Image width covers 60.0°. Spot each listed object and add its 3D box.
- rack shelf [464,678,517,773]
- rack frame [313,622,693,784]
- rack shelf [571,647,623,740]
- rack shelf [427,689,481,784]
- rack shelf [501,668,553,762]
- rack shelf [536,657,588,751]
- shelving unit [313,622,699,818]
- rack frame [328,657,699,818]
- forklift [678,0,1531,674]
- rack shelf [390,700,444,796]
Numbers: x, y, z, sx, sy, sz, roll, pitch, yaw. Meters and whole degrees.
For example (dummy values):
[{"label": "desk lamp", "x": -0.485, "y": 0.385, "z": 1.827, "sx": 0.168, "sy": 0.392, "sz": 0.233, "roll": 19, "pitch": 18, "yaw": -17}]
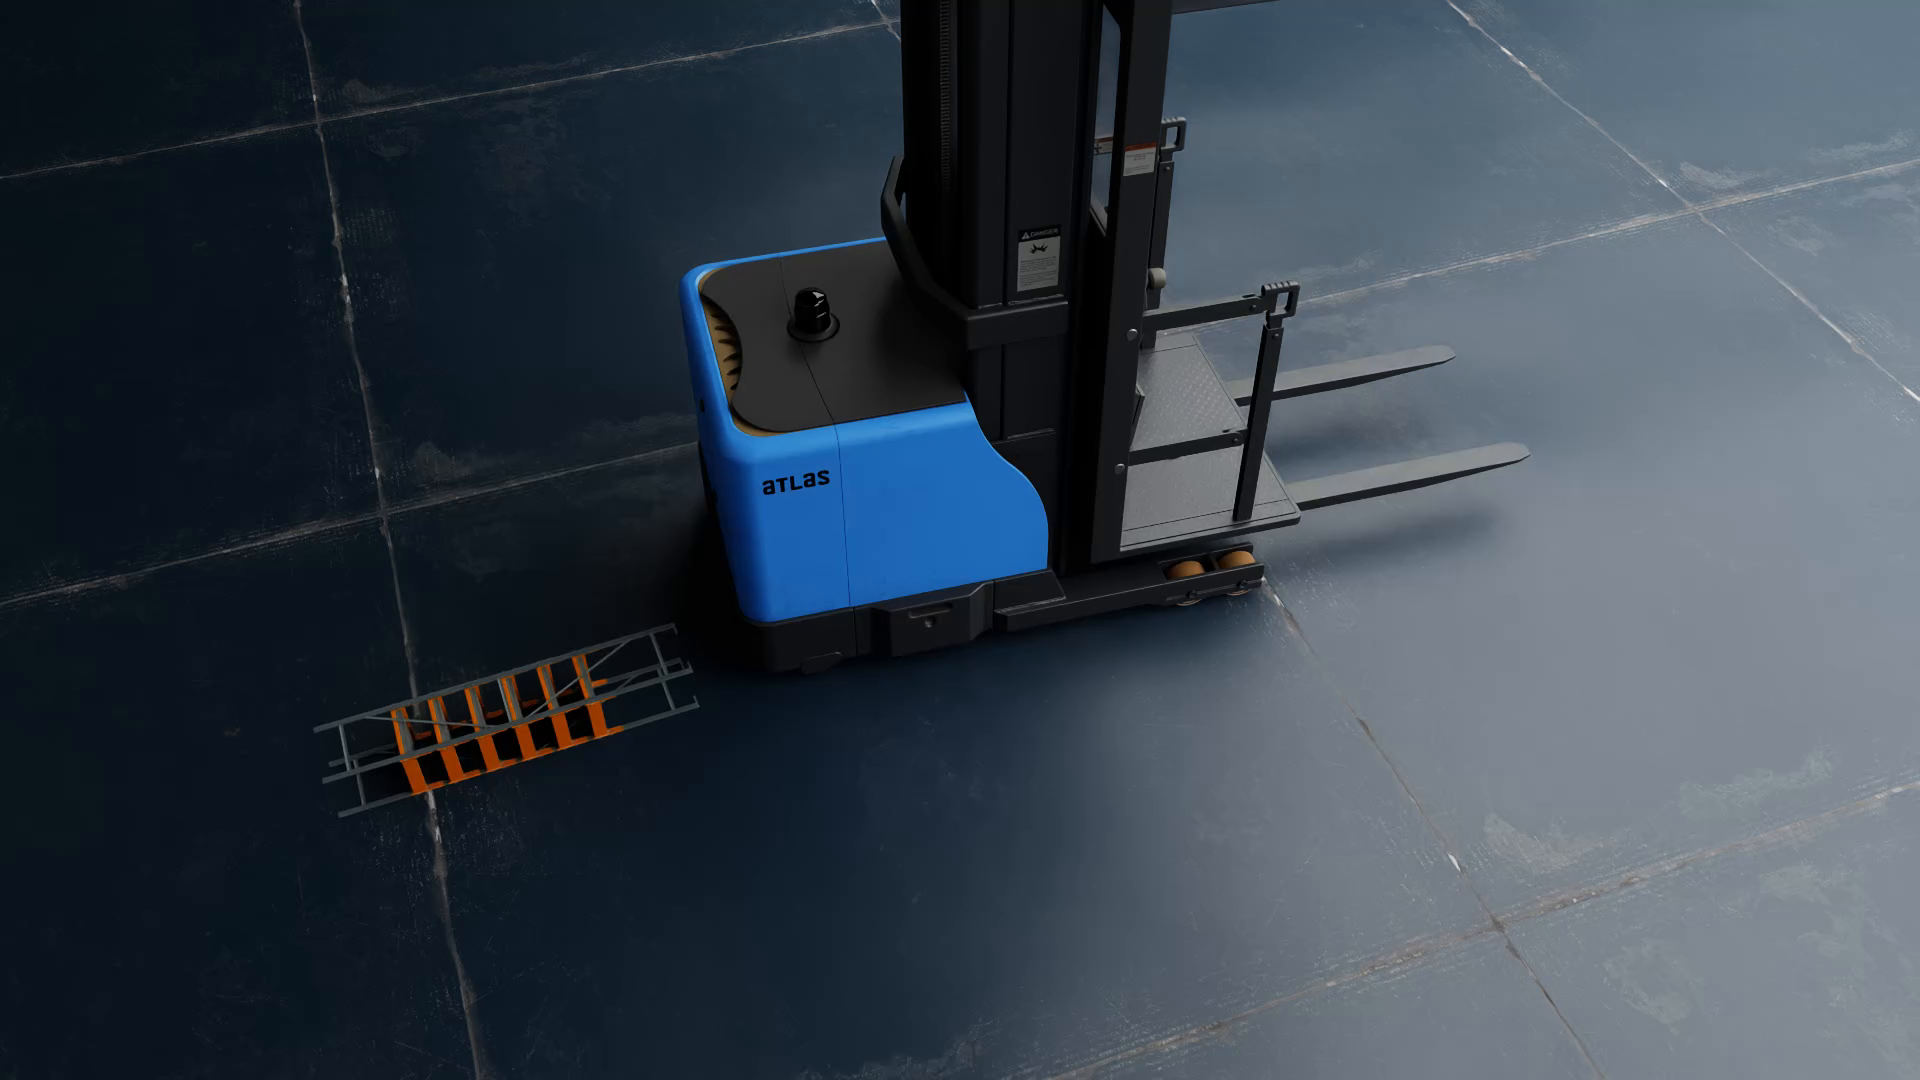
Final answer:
[{"label": "rack shelf", "x": -1.561, "y": 0.610, "z": 5.506, "sx": 0.103, "sy": 0.180, "sz": 0.258, "roll": -16, "pitch": 47, "yaw": -16}, {"label": "rack frame", "x": -1.491, "y": 0.524, "z": 5.461, "sx": 1.200, "sy": 0.006, "sz": 0.240, "roll": -16, "pitch": 47, "yaw": -16}, {"label": "rack shelf", "x": -1.228, "y": 0.512, "z": 5.603, "sx": 0.103, "sy": 0.180, "sz": 0.258, "roll": -16, "pitch": 47, "yaw": -16}, {"label": "rack shelf", "x": -1.671, "y": 0.642, "z": 5.473, "sx": 0.103, "sy": 0.180, "sz": 0.258, "roll": -16, "pitch": 47, "yaw": -16}, {"label": "rack shelf", "x": -1.450, "y": 0.577, "z": 5.538, "sx": 0.103, "sy": 0.180, "sz": 0.258, "roll": -16, "pitch": 47, "yaw": -16}, {"label": "rack shelf", "x": -1.339, "y": 0.545, "z": 5.571, "sx": 0.103, "sy": 0.180, "sz": 0.258, "roll": -16, "pitch": 47, "yaw": -16}, {"label": "shelving unit", "x": -1.491, "y": 0.589, "z": 5.526, "sx": 1.200, "sy": 0.189, "sz": 0.258, "roll": -16, "pitch": 47, "yaw": -16}, {"label": "rack frame", "x": -1.491, "y": 0.654, "z": 5.591, "sx": 1.200, "sy": 0.006, "sz": 0.240, "roll": -16, "pitch": 47, "yaw": -16}, {"label": "forklift", "x": 0.603, "y": -1.150, "z": 5.326, "sx": 3.031, "sy": 2.935, "sz": 1.130, "roll": -11, "pitch": 46, "yaw": -11}, {"label": "rack shelf", "x": -1.782, "y": 0.675, "z": 5.441, "sx": 0.103, "sy": 0.180, "sz": 0.258, "roll": -16, "pitch": 47, "yaw": -16}]
